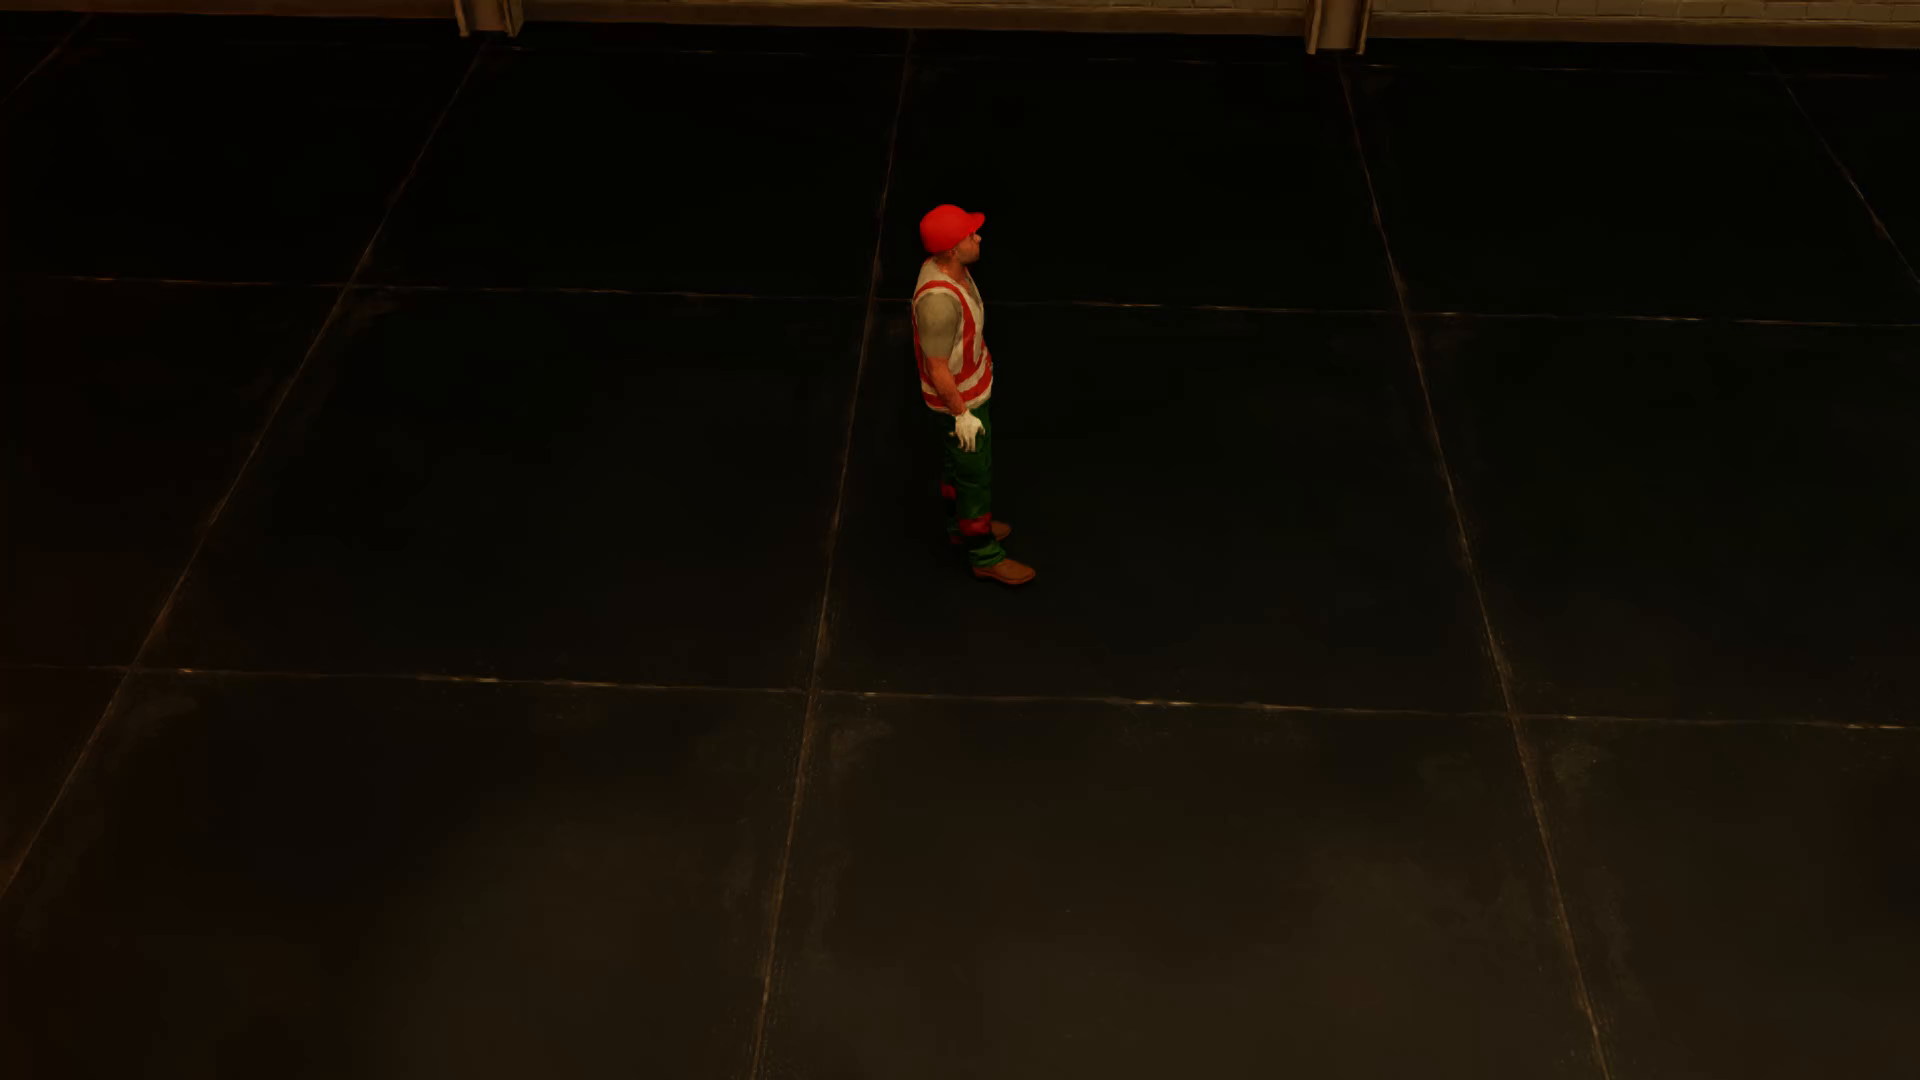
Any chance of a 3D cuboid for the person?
[{"bbox_3d":[0.080,-0.656,7.297,0.563,1.787,0.637,2,42,2],"label":"person"}]
